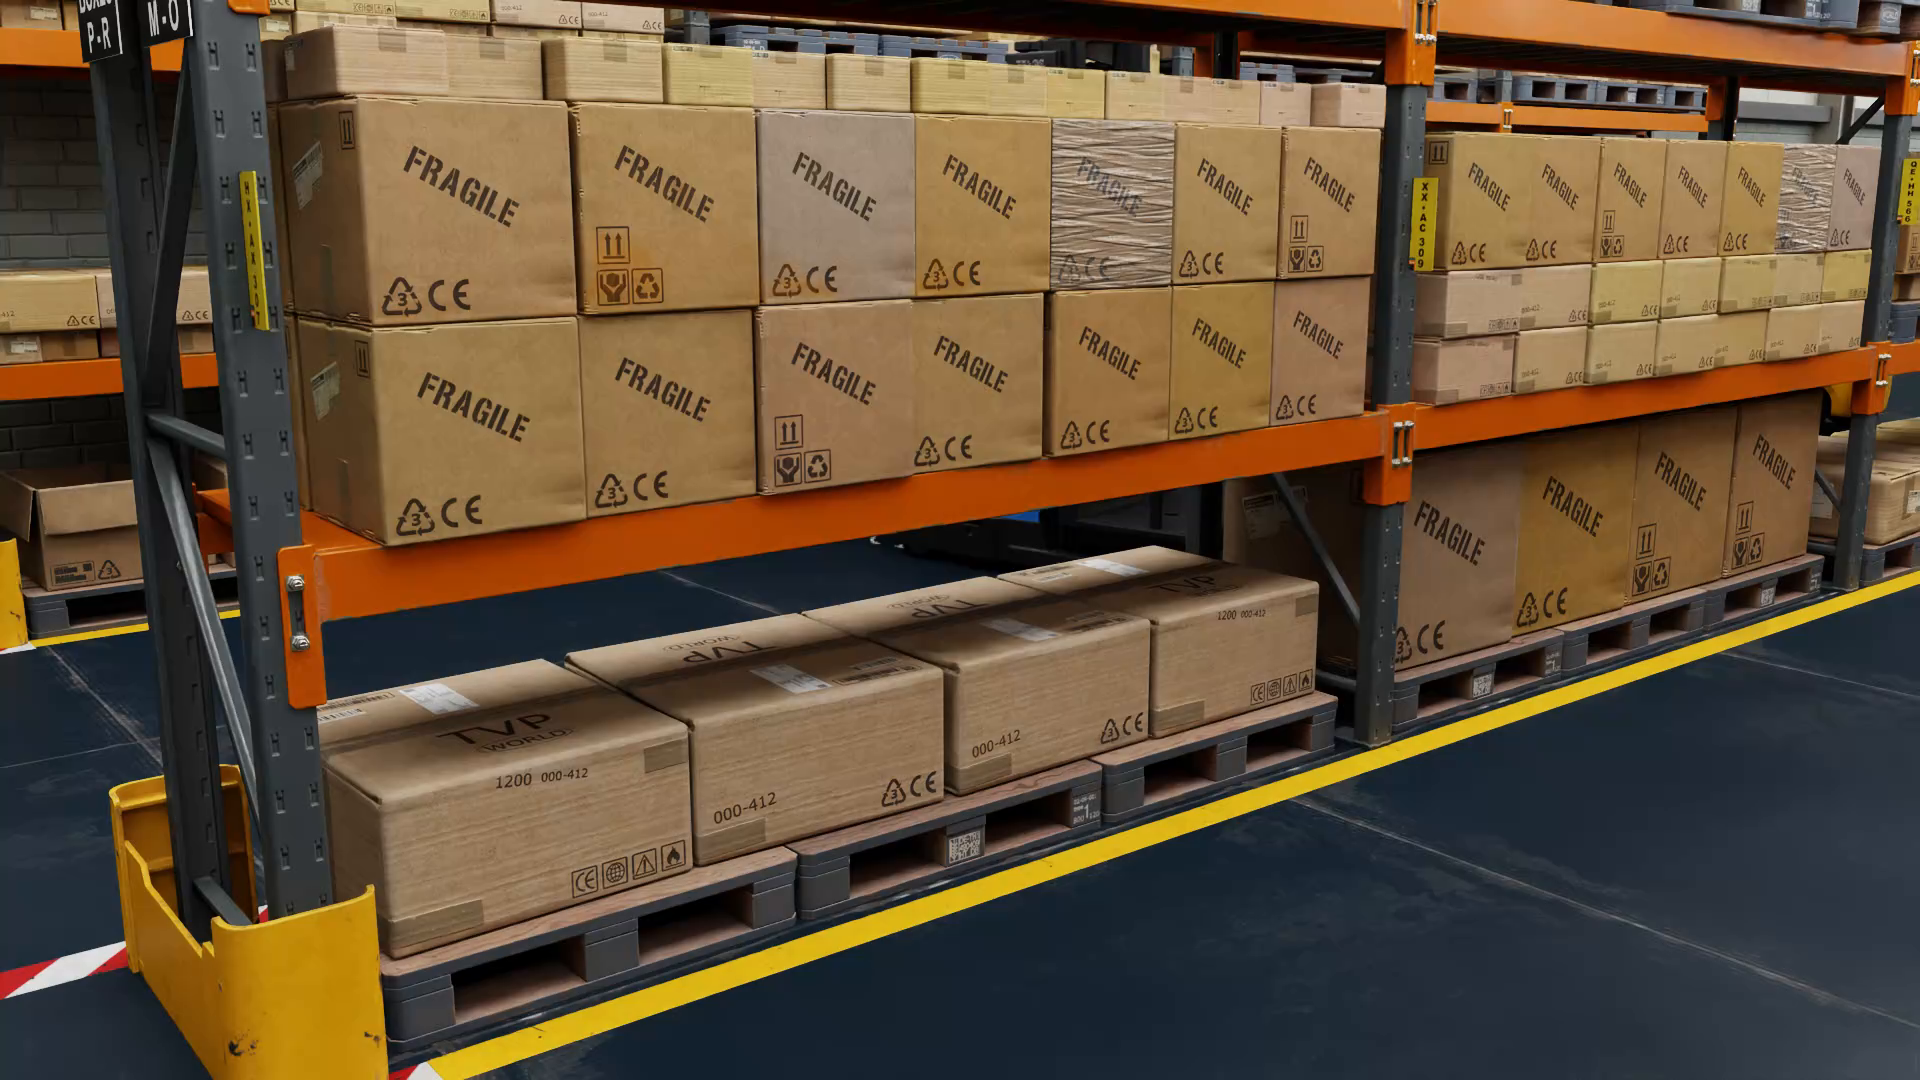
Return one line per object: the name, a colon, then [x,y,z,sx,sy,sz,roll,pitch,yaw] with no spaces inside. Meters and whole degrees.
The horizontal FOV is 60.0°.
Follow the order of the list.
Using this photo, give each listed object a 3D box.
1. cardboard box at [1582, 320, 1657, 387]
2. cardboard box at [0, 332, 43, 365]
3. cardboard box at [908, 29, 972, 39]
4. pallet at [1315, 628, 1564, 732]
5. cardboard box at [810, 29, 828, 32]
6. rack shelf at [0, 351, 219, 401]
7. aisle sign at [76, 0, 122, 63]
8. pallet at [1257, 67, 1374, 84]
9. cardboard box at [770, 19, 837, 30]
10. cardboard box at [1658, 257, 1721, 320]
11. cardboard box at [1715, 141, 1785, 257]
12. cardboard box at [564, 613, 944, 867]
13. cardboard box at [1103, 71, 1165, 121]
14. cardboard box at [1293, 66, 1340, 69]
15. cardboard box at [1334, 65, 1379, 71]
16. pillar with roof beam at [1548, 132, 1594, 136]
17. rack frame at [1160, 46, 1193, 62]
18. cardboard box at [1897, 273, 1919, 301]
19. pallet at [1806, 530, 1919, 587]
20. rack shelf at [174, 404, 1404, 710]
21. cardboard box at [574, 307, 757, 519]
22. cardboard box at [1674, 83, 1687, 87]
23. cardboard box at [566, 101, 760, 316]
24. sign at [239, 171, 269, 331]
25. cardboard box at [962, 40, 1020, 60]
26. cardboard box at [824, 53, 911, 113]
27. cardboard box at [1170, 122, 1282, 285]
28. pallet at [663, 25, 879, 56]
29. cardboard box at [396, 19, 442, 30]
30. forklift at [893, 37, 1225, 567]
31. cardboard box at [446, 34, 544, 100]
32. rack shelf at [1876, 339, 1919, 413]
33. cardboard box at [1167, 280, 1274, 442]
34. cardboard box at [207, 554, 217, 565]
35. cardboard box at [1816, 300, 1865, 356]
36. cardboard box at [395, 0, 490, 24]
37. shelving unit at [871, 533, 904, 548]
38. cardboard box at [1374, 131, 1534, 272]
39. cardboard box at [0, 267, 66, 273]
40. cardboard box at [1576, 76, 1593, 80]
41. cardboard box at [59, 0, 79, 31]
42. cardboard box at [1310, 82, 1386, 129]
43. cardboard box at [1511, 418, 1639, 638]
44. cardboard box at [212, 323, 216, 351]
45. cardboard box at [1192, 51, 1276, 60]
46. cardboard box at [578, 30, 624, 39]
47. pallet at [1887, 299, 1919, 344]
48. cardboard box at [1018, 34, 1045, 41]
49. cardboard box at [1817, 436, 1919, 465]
cardboard box: [2.626,-0.824,7.151,0.500,0.250,0.500,-10,15,-38]
cardboard box: [-4.495,-0.913,7.812,0.250,0.149,0.380,-10,15,-38]
cardboard box: [-0.134,-3.333,10.737,0.250,0.149,0.380,-9,15,-36]
pallet: [1.859,0.499,7.268,1.213,0.211,1.003,-9,15,-38]
cardboard box: [-1.060,-3.322,10.683,0.250,0.149,0.380,-10,16,-39]
rack shelf: [-3.361,-0.945,9.091,4.000,0.370,1.077,-9,15,-38]
aisle sign: [-2.069,-1.546,3.928,0.004,0.787,0.394,-9,15,-38]
pallet: [2.669,-3.699,13.560,1.213,0.211,1.003,-9,15,-35]
cardboard box: [-0.958,-3.206,10.139,0.250,0.149,0.380,-9,15,-37]
cardboard box: [3.018,-1.134,7.405,0.500,0.250,0.500,-10,16,-39]
cardboard box: [3.400,-1.568,7.646,0.500,0.500,0.500,-9,15,-38]
cardboard box: [-0.657,0.593,5.273,0.875,0.438,0.875,-9,15,-36]
cardboard box: [0.428,-1.394,5.265,0.250,0.149,0.380,-10,15,-38]
cardboard box: [2.939,-3.972,13.701,0.250,0.166,0.380,-9,15,-38]
cardboard box: [3.435,-4.040,13.674,0.500,0.311,0.500,-10,16,-40]
pillar with roof beam: [9.153,-5.406,13.923,0.400,9.000,9.100,-9,15,-38]
rack frame: [1.324,-5.010,12.060,0.127,3.000,1.000,-9,15,-38]
cardboard box: [5.039,-1.397,9.080,0.250,0.149,0.380,-11,16,-41]
pallet: [5.039,-0.008,9.660,1.213,0.211,1.003,-9,15,-38]
rack shelf: [-0.258,-0.141,5.302,4.000,0.370,1.077,-9,15,-38]
cardboard box: [-0.888,-0.368,4.399,0.500,0.500,0.500,-10,15,-38]
cardboard box: [6.915,-4.580,16.327,0.258,0.266,0.396,-9,15,-38]
cardboard box: [-0.868,-0.855,4.288,0.500,0.500,0.500,-10,16,-39]
sign: [-1.477,-0.605,3.480,0.005,0.325,0.100,-9,15,-38]
cardboard box: [0.292,-3.233,11.274,0.500,0.250,0.500,-9,15,-38]
cardboard box: [-0.347,-1.256,4.611,0.250,0.149,0.380,-9,15,-37]
cardboard box: [0.707,-1.120,5.532,0.500,0.500,0.500,-10,15,-38]
pallet: [-1.247,-3.005,10.292,1.003,0.211,1.213,-9,15,-38]
cardboard box: [-2.919,-2.647,8.757,0.250,0.149,0.380,-9,15,-37]
forklift: [1.096,-1.254,8.978,3.031,2.935,1.130,9,15,35]
cardboard box: [-1.209,-1.135,4.044,0.250,0.149,0.380,-9,15,-36]
rack shelf: [5.989,-1.179,10.191,4.000,0.370,1.077,-9,15,-38]
cardboard box: [0.703,-0.632,5.642,0.500,0.500,0.500,-10,16,-39]
cardboard box: [-4.030,0.039,8.578,0.250,0.149,0.380,-10,16,-40]
cardboard box: [4.195,-1.090,8.402,0.500,0.250,0.500,-10,16,-40]
cardboard box: [-2.827,-2.859,8.796,0.500,0.250,0.500,-9,15,-36]
shelving unit: [-0.295,-0.596,10.046,0.258,1.200,0.503,8,15,35]
cardboard box: [1.827,-1.301,6.385,0.500,0.500,0.500,-9,15,-37]
cardboard box: [-4.730,-1.213,8.263,0.500,0.250,0.500,-9,15,-36]
cardboard box: [5.587,-4.302,15.300,0.250,0.149,0.380,-9,15,-36]
cardboard box: [-4.130,-2.455,7.850,0.250,0.149,0.380,-9,15,-37]
cardboard box: [1.262,-1.516,5.837,0.250,0.149,0.380,-10,15,-39]
cardboard box: [2.439,-0.130,7.625,0.875,0.875,0.875,-9,15,-36]
cardboard box: [-3.702,-1.052,8.464,0.250,0.149,0.380,-9,15,-37]
cardboard box: [2.042,-3.901,12.564,0.500,0.500,0.500,-9,15,-37]
cardboard box: [-2.089,-2.775,9.361,0.250,0.149,0.380,-9,15,-38]
pallet: [4.917,-1.287,9.431,1.003,0.211,1.213,-9,15,-38]
cardboard box: [0.369,-3.456,11.361,0.250,0.149,0.380,-9,15,-37]
cardboard box: [5.446,-0.360,9.918,0.625,0.372,0.950,-10,15,-39]
